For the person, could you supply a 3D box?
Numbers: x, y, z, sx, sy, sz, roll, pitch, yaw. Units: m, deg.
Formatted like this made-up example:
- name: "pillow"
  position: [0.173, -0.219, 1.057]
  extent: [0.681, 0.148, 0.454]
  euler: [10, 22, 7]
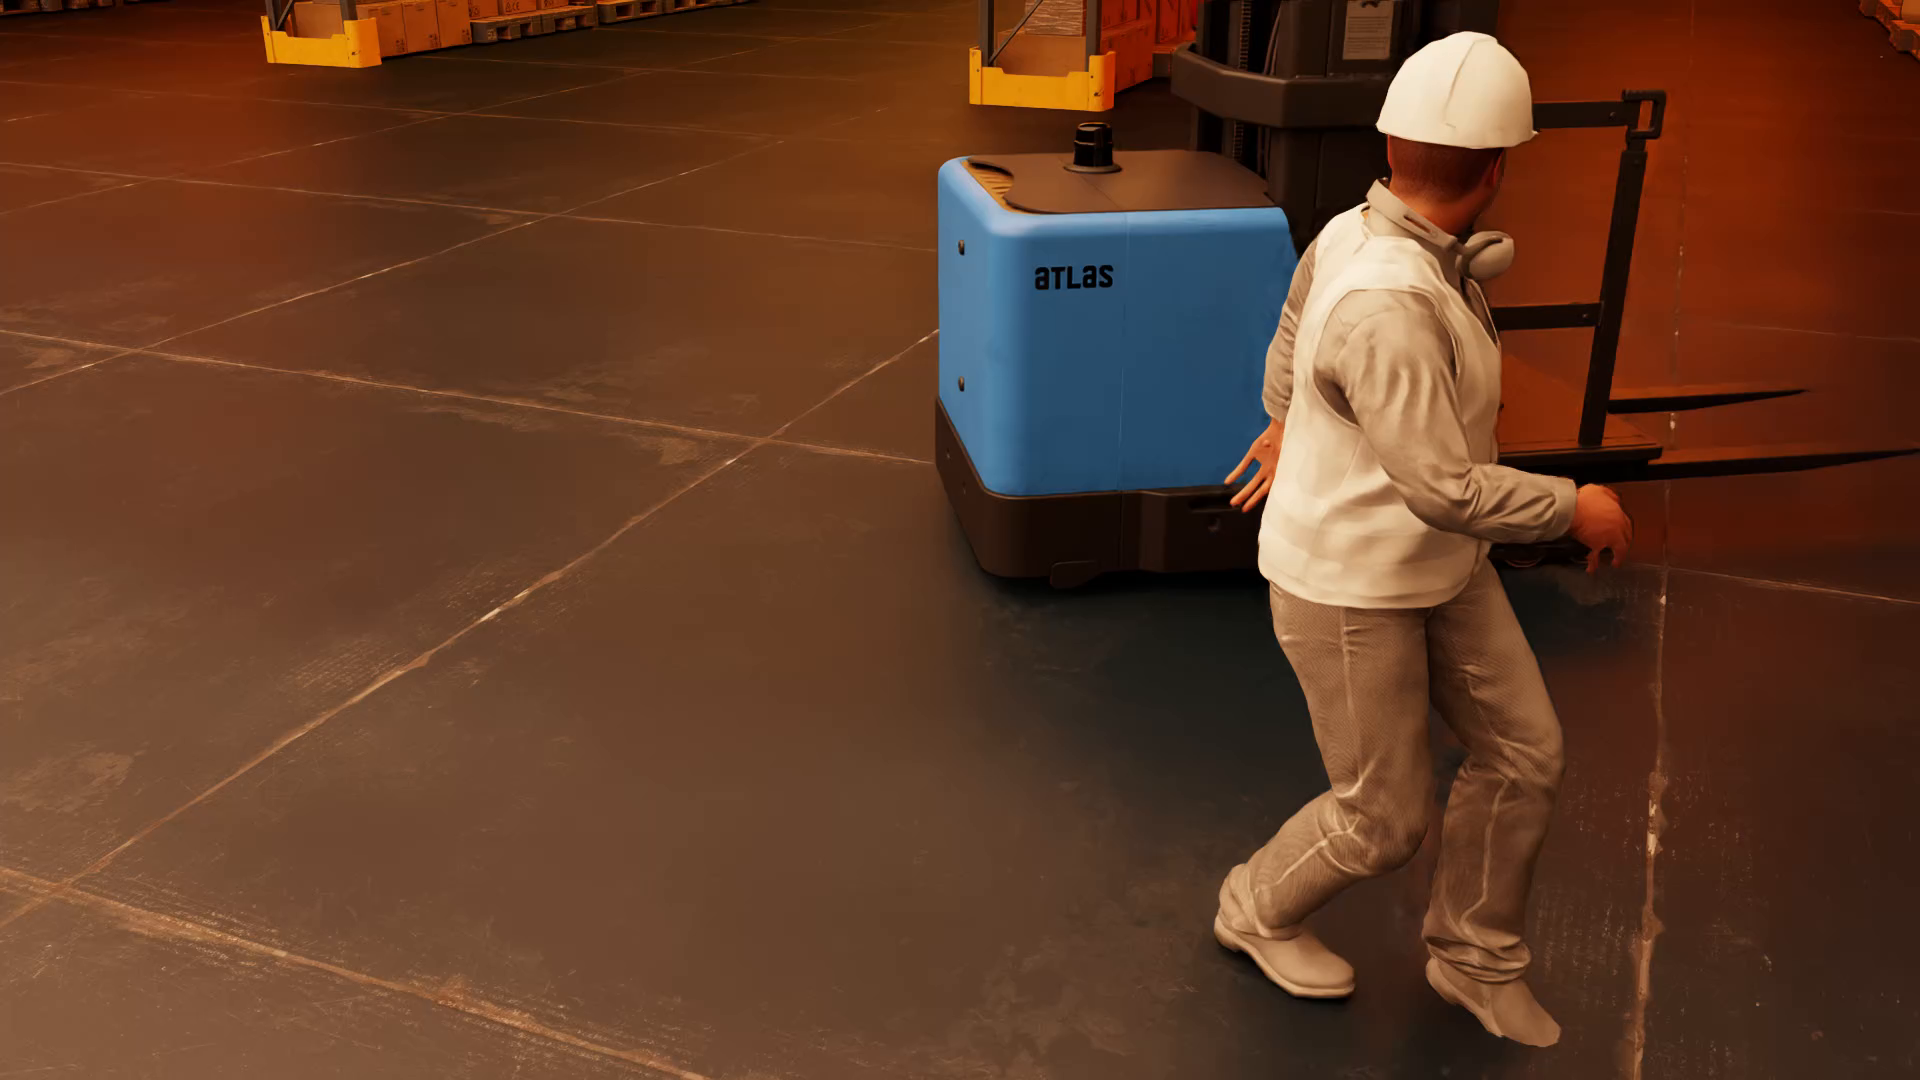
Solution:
- name: "person"
  position: [0.724, 0.060, 2.816]
  extent: [0.827, 1.771, 0.592]
  euler: [16, 27, 33]

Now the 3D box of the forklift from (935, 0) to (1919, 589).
- name: "forklift"
  position: [1.483, -1.467, 4.803]
  extent: [3.031, 2.935, 1.130]
  euler: [-4, 23, -9]
